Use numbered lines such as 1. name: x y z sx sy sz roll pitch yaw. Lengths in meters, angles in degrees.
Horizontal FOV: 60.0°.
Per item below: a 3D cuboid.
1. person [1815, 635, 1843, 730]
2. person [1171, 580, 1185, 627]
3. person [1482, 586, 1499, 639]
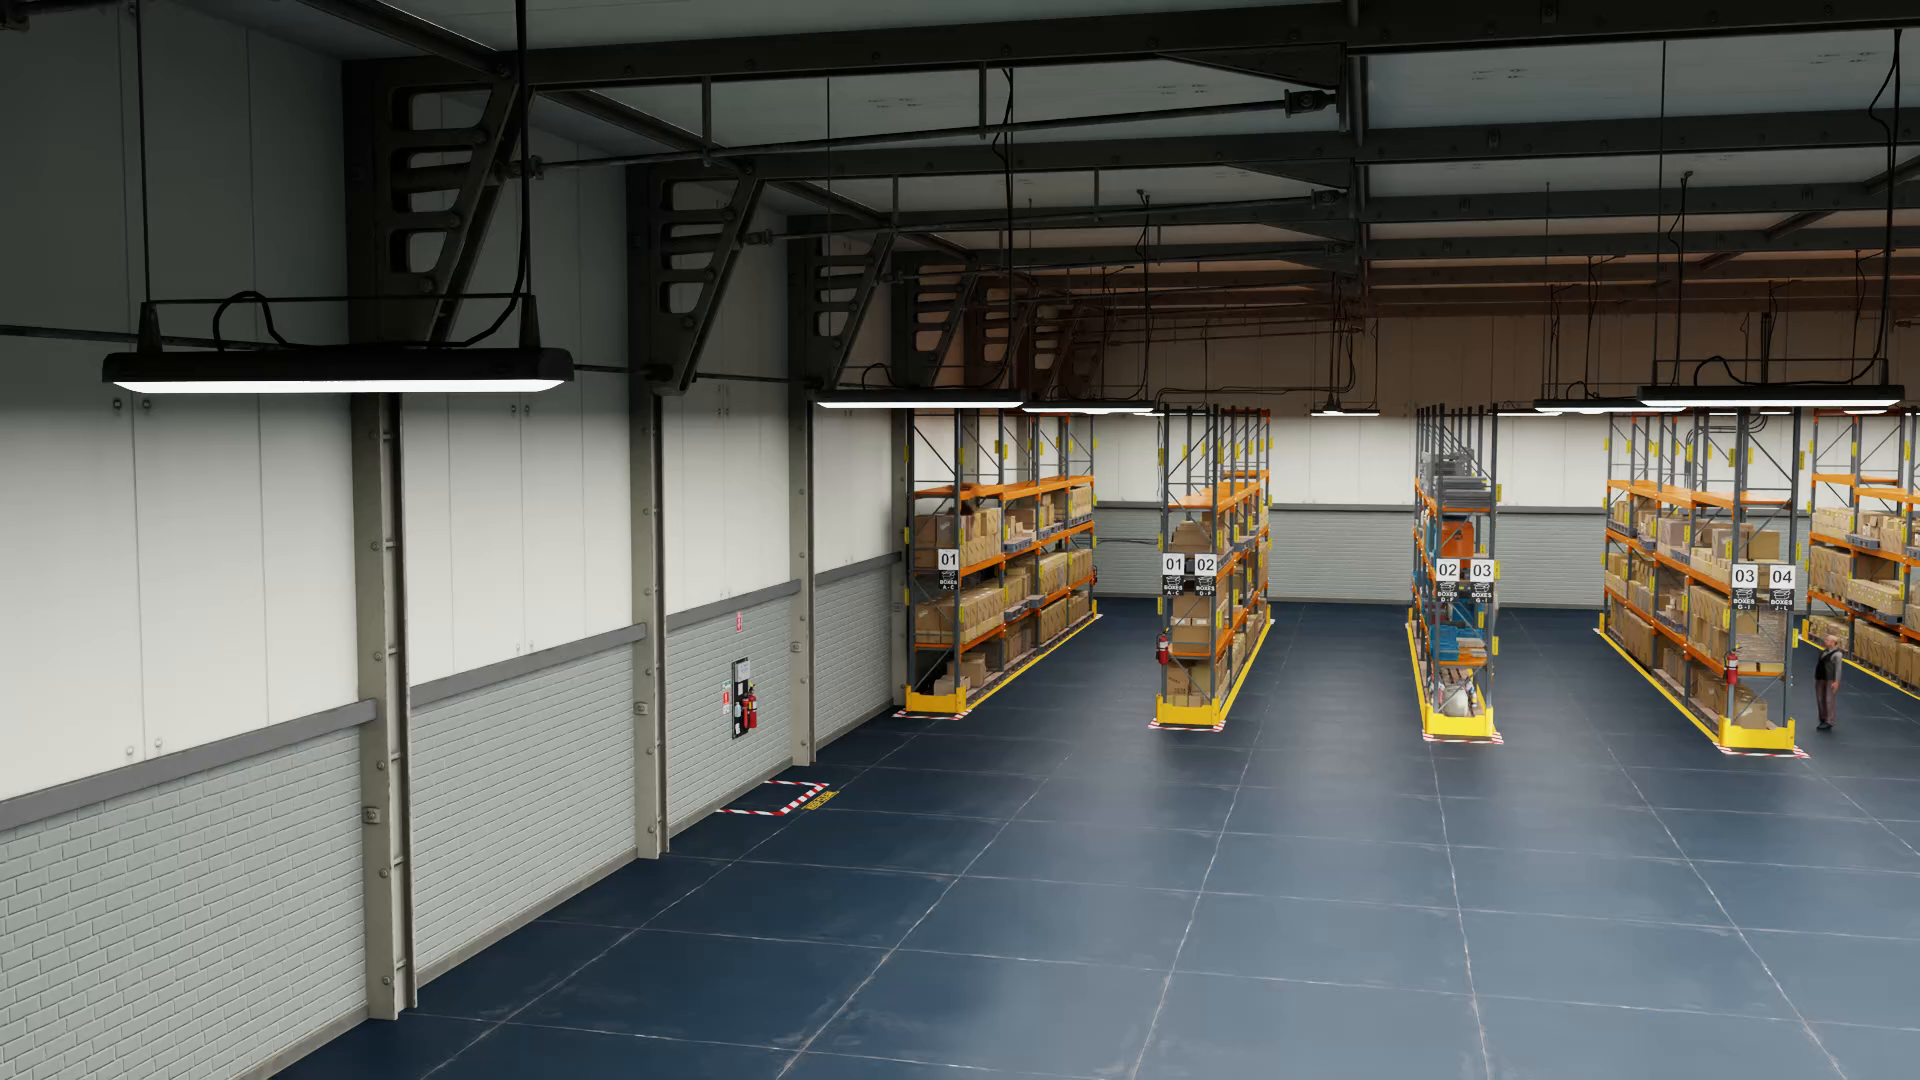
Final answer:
1. person: 16.070 2.630 30.822 0.574 1.725 0.529 -2 5 -27
2. person: 6.071 1.562 45.871 0.507 1.637 1.039 2 4 22
3. person: 13.458 1.861 42.302 0.477 1.535 0.830 0 4 5
